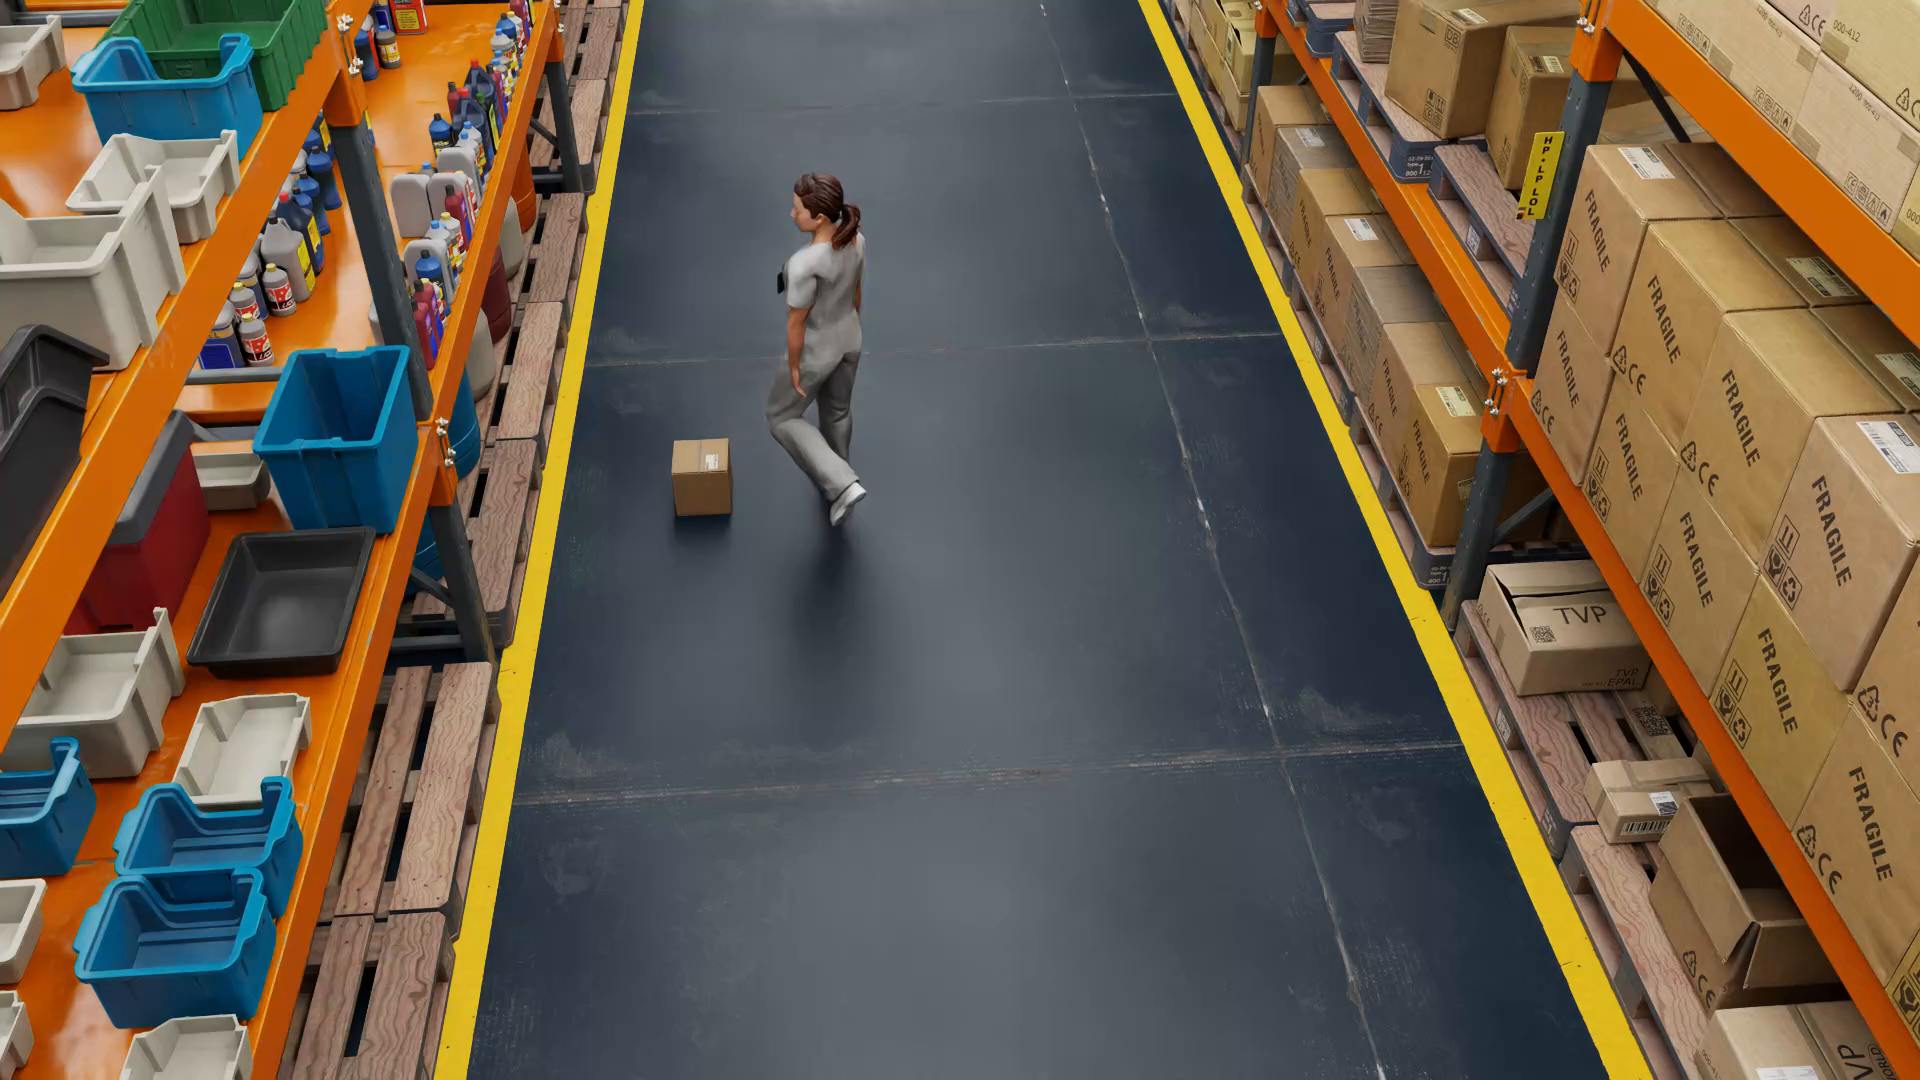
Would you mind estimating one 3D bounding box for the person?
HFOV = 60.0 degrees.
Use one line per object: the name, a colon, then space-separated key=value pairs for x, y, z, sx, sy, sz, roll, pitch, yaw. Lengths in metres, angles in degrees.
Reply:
person: x=-0.579 y=-0.817 z=7.147 sx=0.614 sy=1.671 sz=0.491 roll=29 pitch=48 yaw=31
